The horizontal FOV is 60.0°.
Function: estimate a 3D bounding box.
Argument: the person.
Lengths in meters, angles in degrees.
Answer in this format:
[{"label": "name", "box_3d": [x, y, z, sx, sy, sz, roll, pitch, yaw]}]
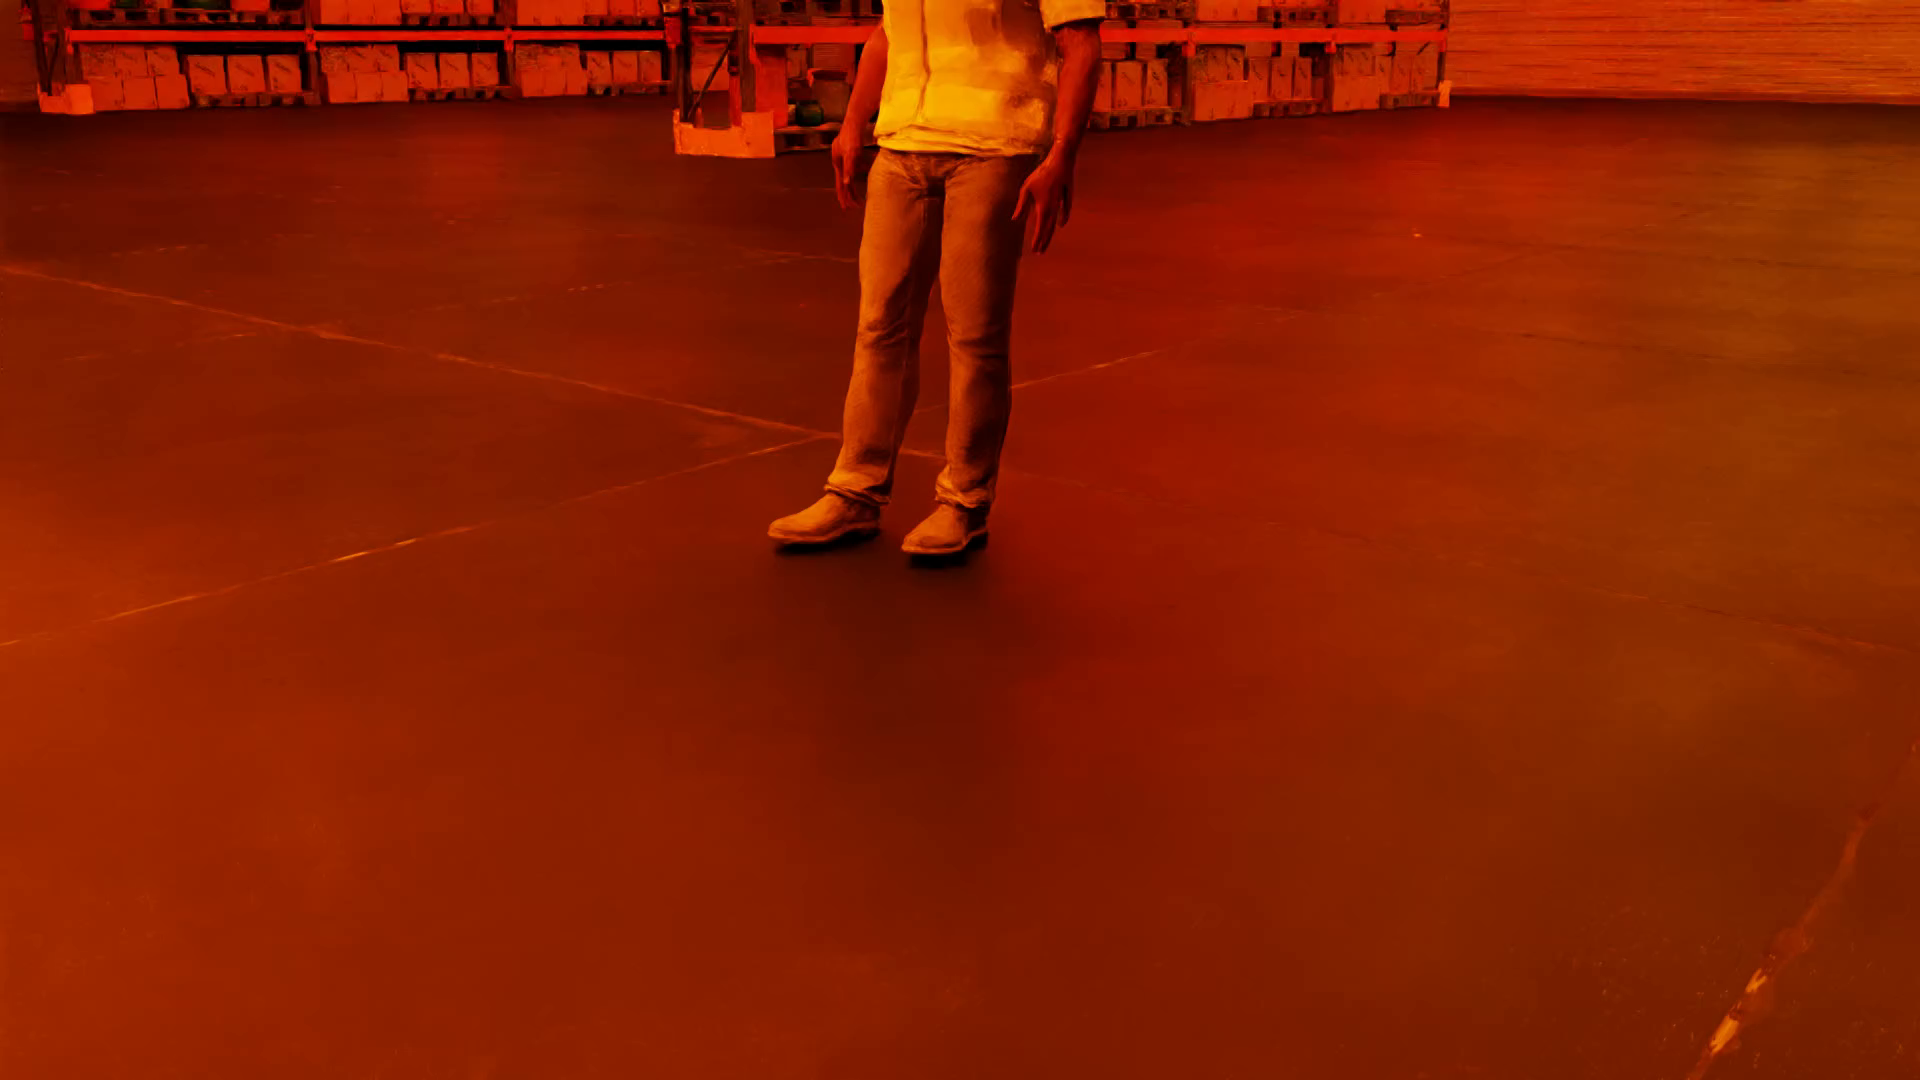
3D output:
[{"label": "person", "box_3d": [-0.048, -0.837, 3.635, 0.665, 1.766, 0.576, 13, 21, 37]}]
